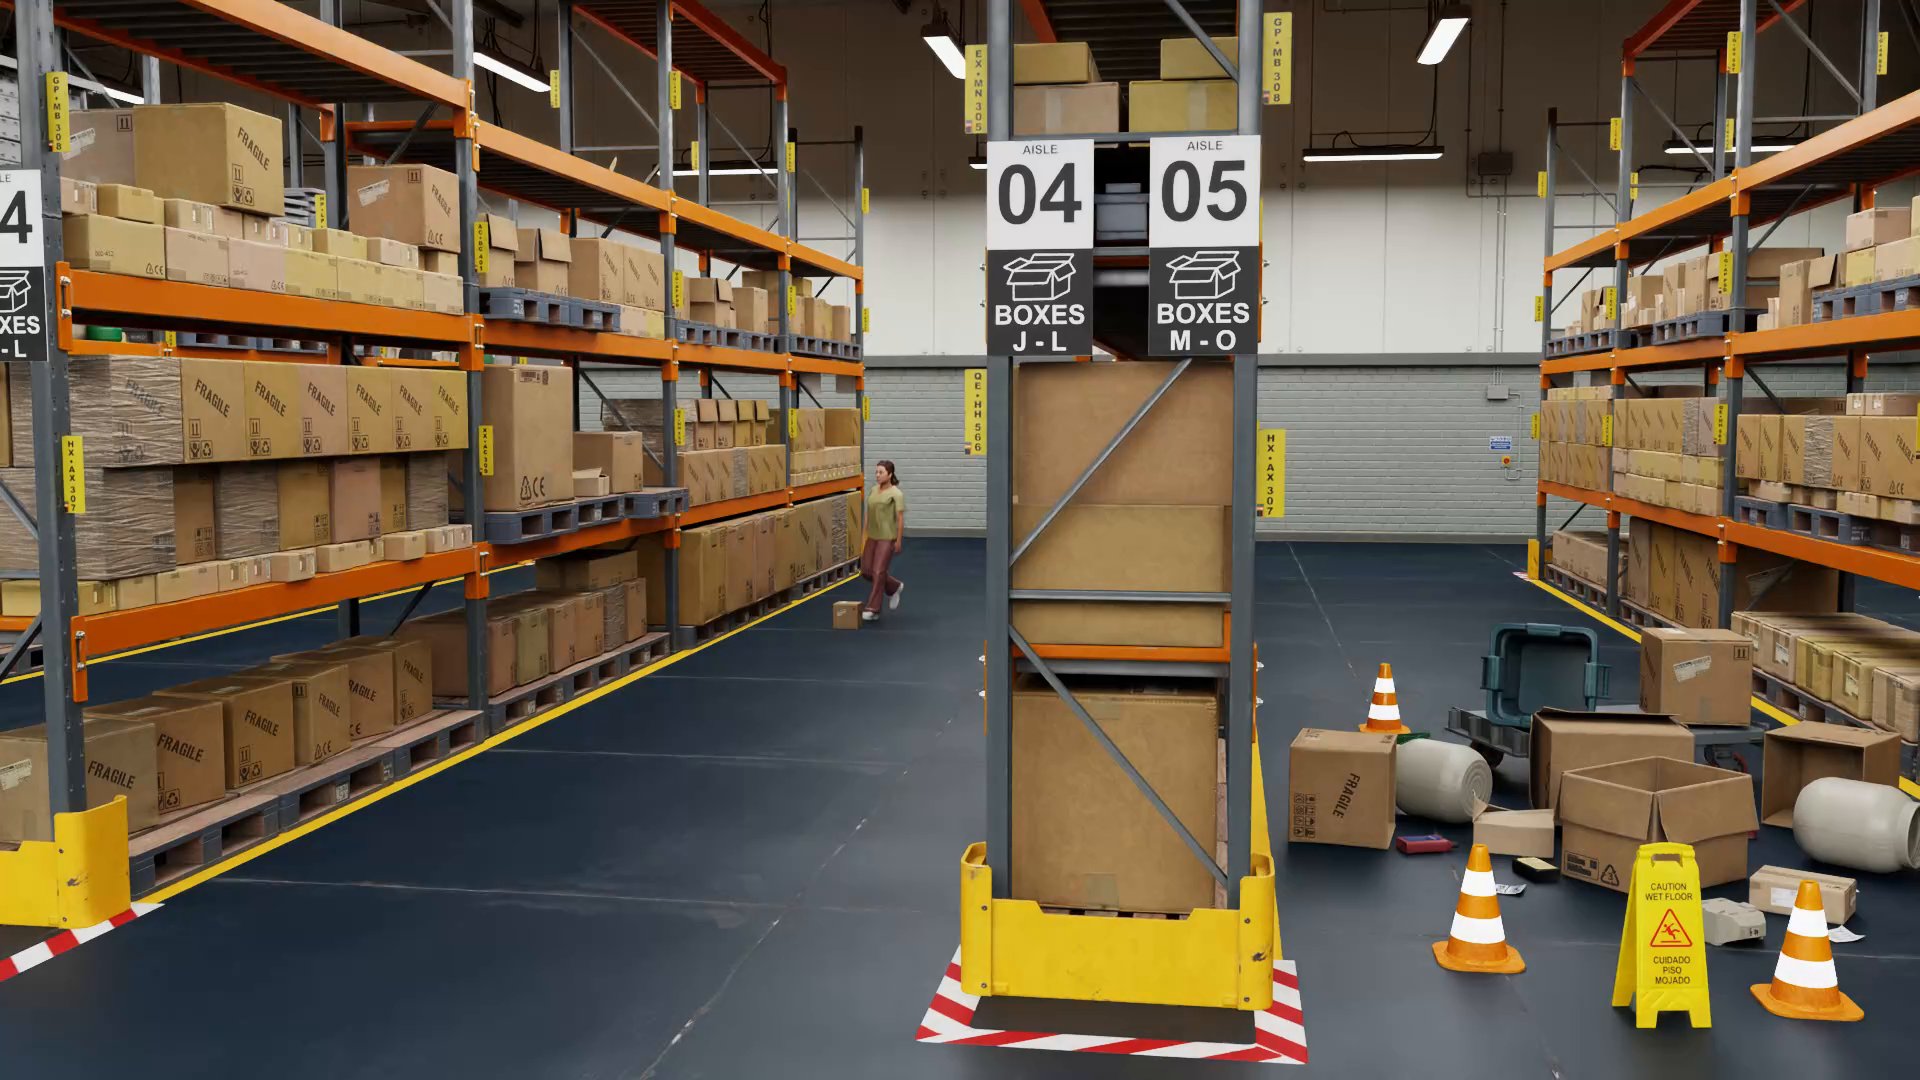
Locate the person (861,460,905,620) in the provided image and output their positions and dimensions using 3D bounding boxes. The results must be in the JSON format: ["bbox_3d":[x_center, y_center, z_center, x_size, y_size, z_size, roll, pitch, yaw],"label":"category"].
[{"bbox_3d":[-0.770,-0.003,17.299,0.491,1.658,0.678,4,6,41],"label":"person"}]
